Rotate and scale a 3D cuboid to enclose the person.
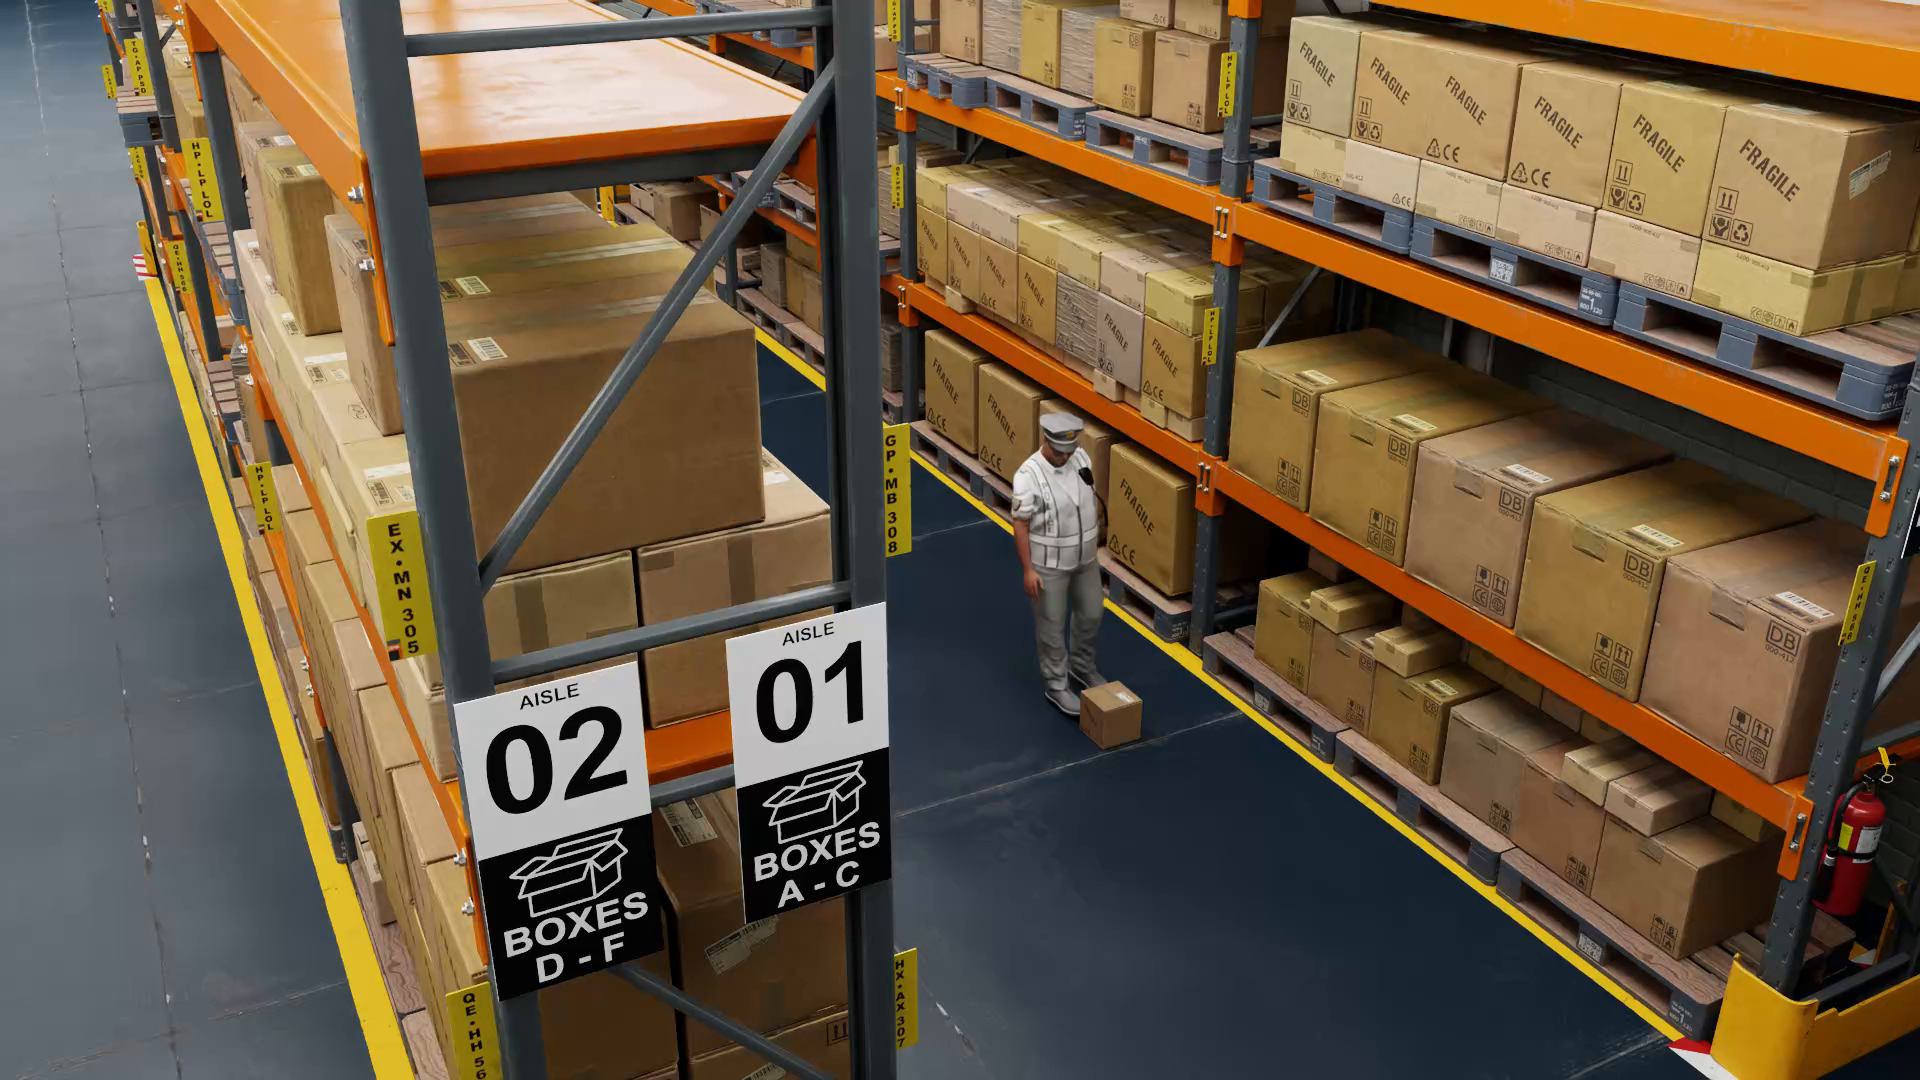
[{"bbox_3d":[0.616,0.147,9.318,0.619,1.800,0.515,-15,29,-29],"label":"person"}]
